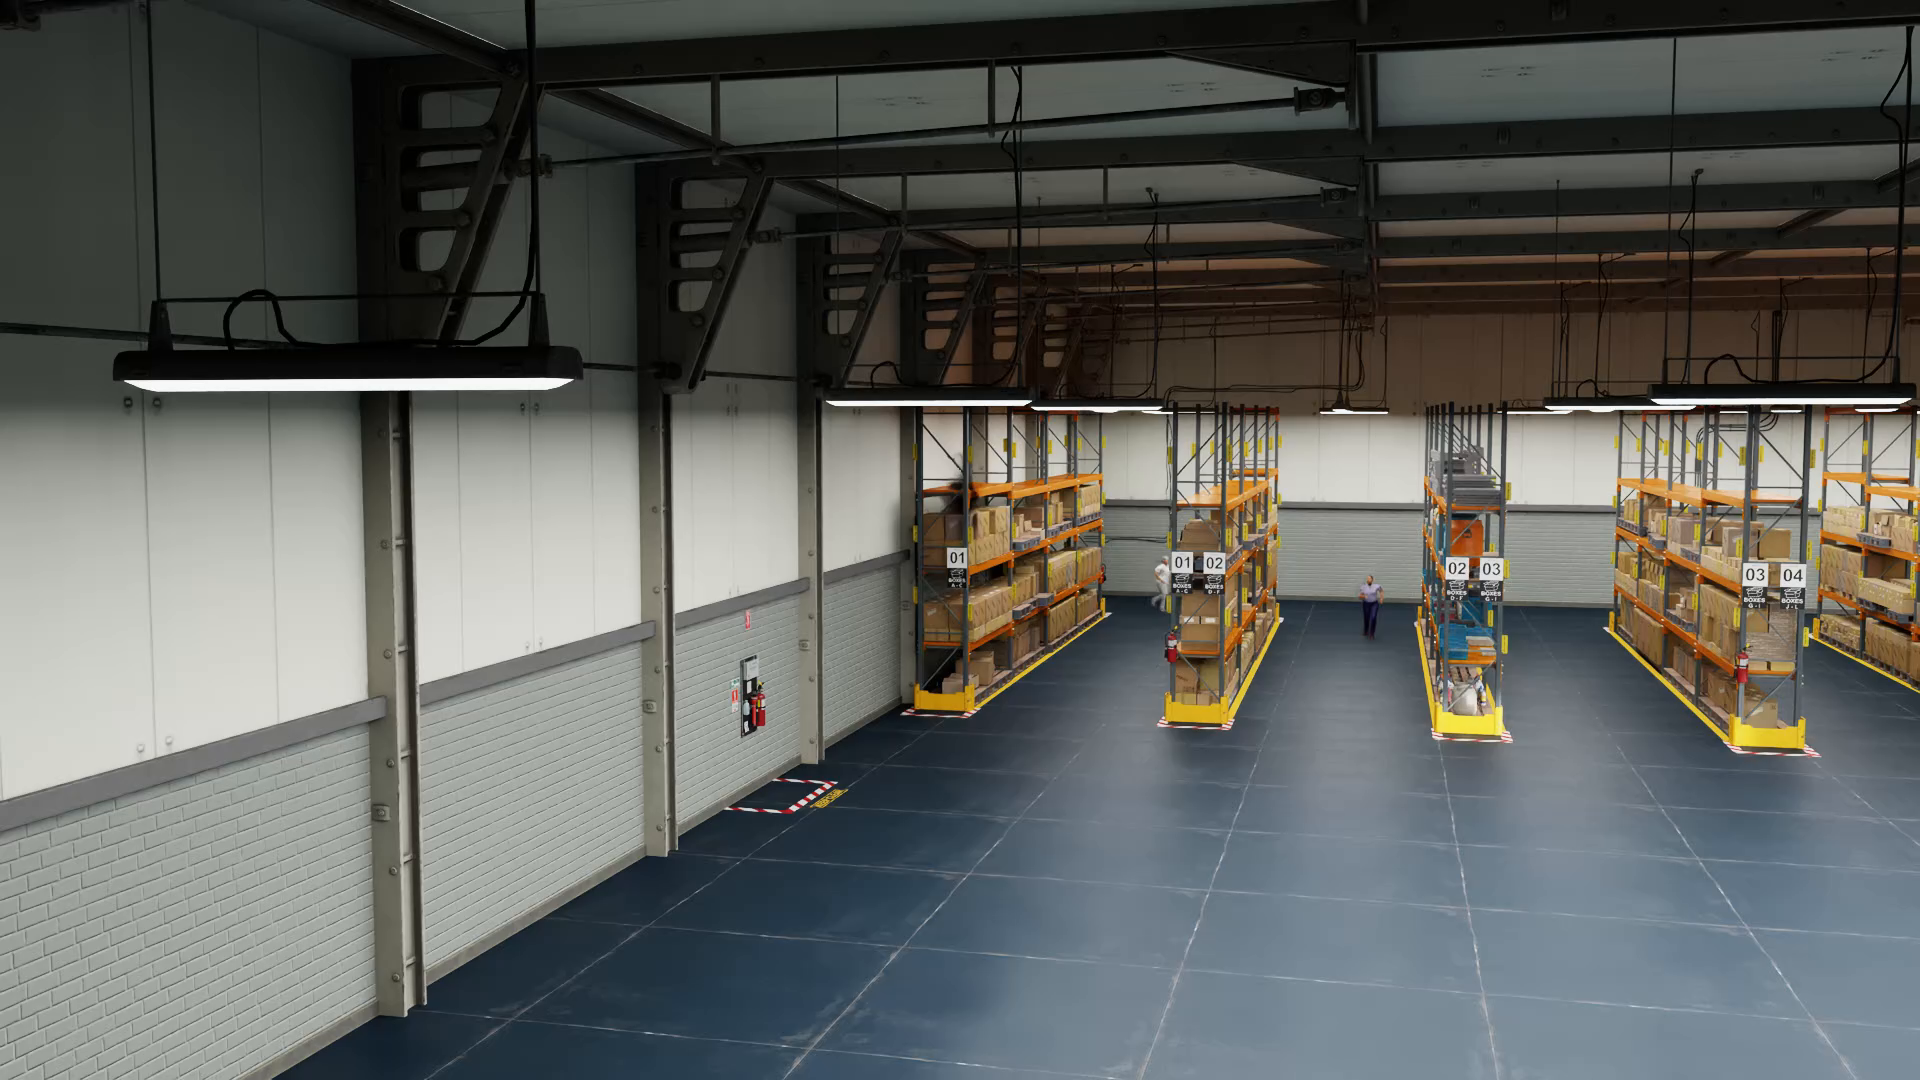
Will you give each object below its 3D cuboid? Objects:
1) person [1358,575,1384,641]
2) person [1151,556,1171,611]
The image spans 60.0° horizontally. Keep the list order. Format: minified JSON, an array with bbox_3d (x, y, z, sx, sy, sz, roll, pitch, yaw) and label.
[{"bbox_3d":[10.611,1.738,42.954,0.615,1.690,0.901,2,5,22],"label":"person"},{"bbox_3d":[6.009,1.278,49.429,0.673,1.610,0.673,4,5,40],"label":"person"}]
